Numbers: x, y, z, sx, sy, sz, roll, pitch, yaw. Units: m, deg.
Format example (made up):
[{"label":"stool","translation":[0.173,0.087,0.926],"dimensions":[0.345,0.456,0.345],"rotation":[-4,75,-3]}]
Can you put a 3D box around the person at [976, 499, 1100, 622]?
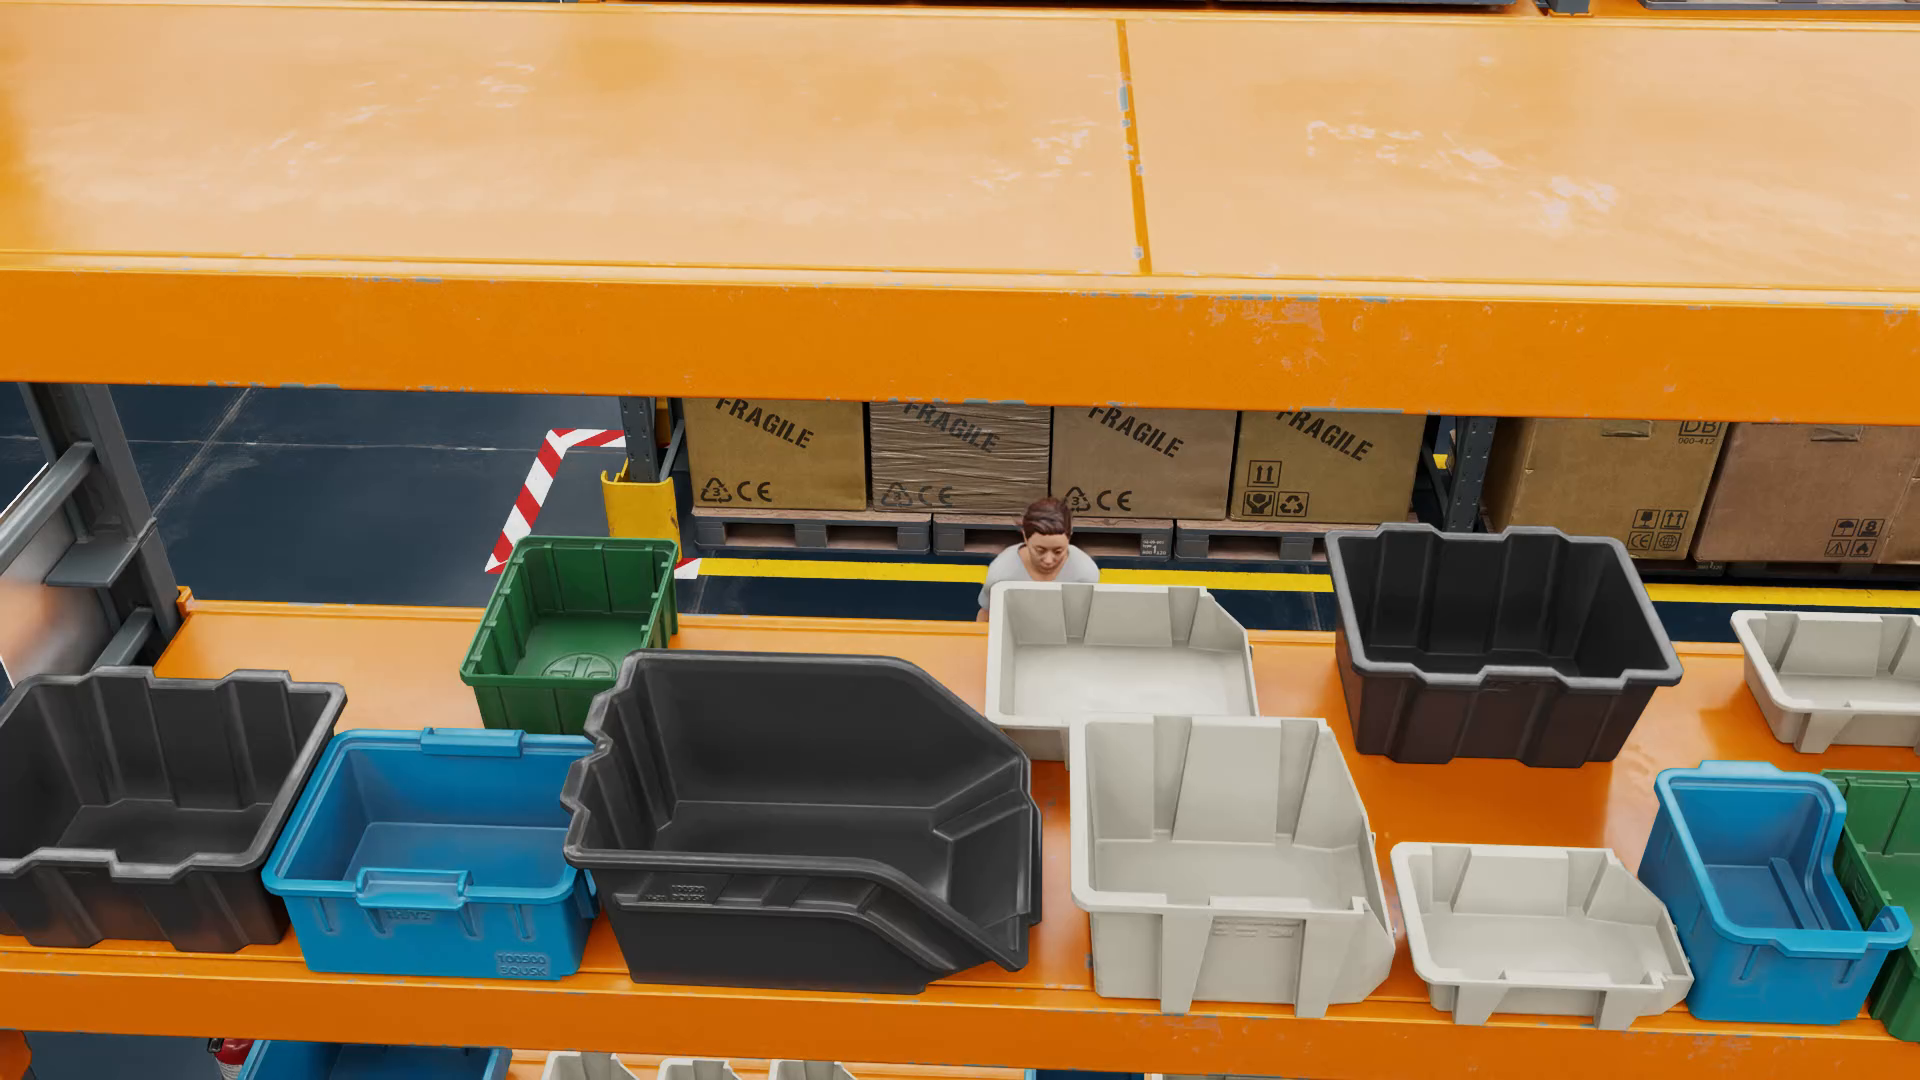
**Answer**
[{"label":"person","translation":[0.295,0.539,6.369],"dimensions":[0.488,1.673,0.404],"rotation":[1,36,2]}]
